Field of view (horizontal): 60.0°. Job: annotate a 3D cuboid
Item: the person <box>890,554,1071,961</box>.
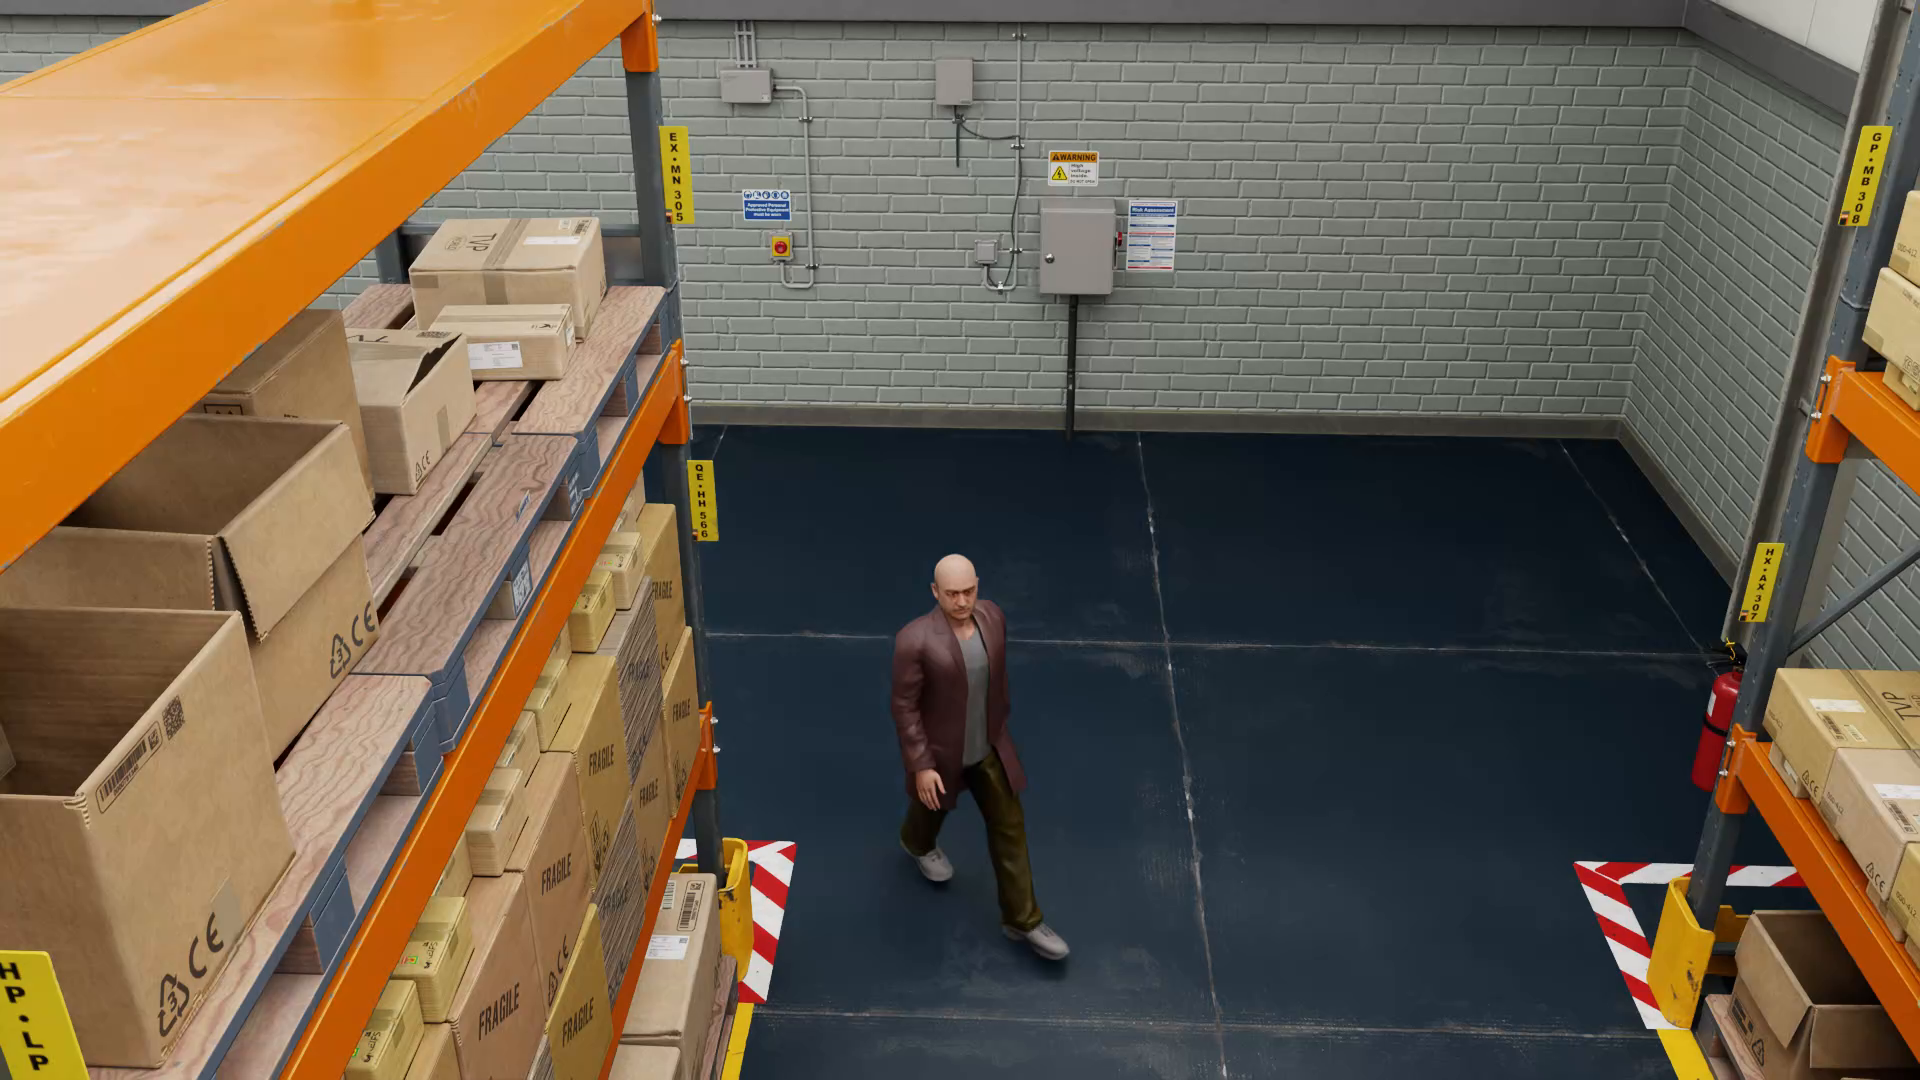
[{"bbox_3d":[0.031,0.869,6.948,0.631,1.722,1.081,-14,31,-25],"label":"person"}]
